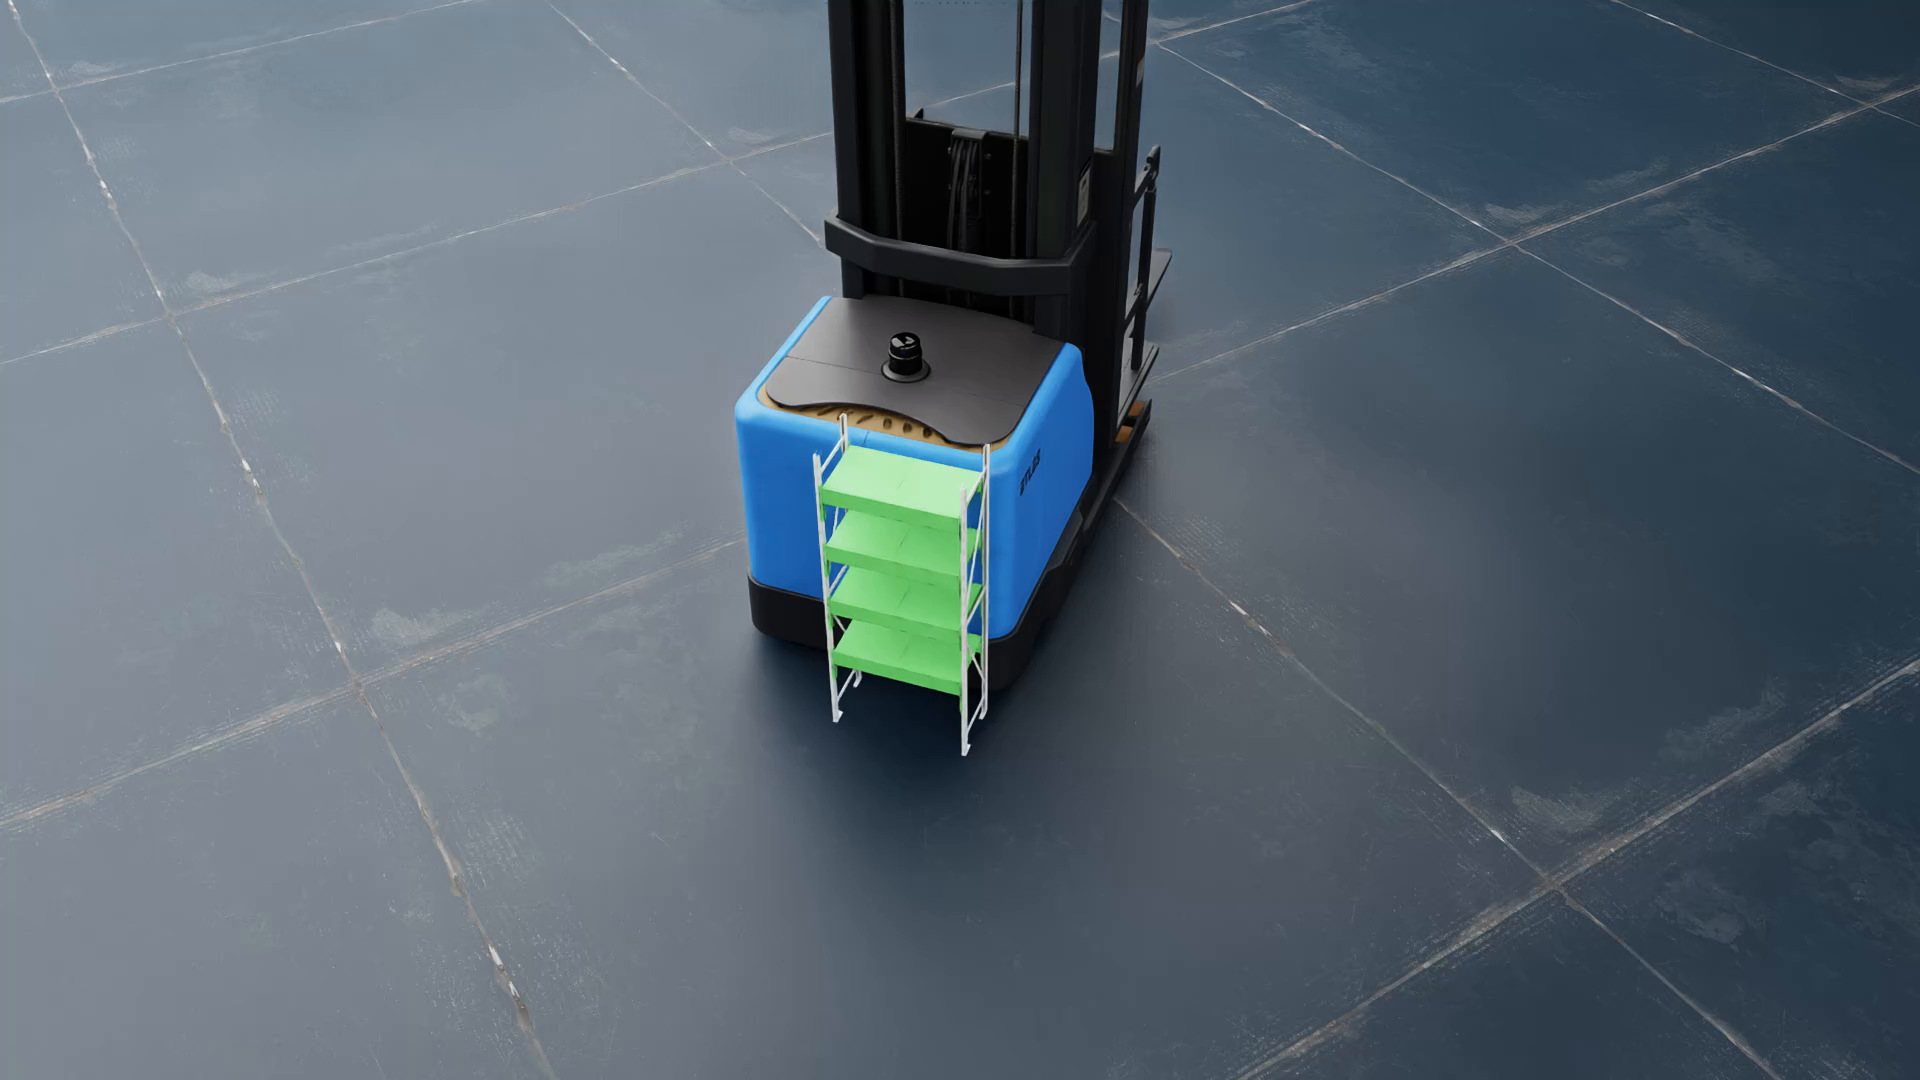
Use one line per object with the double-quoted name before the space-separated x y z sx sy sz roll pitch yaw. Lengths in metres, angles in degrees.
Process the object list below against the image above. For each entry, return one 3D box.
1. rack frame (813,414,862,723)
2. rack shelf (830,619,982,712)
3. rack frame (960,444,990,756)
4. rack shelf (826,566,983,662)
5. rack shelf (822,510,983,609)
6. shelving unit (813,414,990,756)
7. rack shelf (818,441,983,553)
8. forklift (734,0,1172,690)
"rack frame" -0.410 0.124 5.661 0.015 1.200 0.240 13 42 15
"rack shelf" -0.179 0.407 5.796 0.480 0.148 0.258 13 42 15
"rack frame" 0.050 0.228 5.536 0.015 1.200 0.240 13 42 15
"rack shelf" -0.180 0.225 5.640 0.480 0.148 0.258 13 42 15
"rack shelf" -0.181 0.042 5.484 0.480 0.148 0.258 13 42 15
"shelving unit" -0.180 0.176 5.599 0.503 1.200 0.258 13 42 15
"rack shelf" -0.182 -0.140 5.329 0.480 0.148 0.258 13 42 15
"forklift" 0.196 -1.535 6.302 1.130 2.935 3.031 13 42 15
